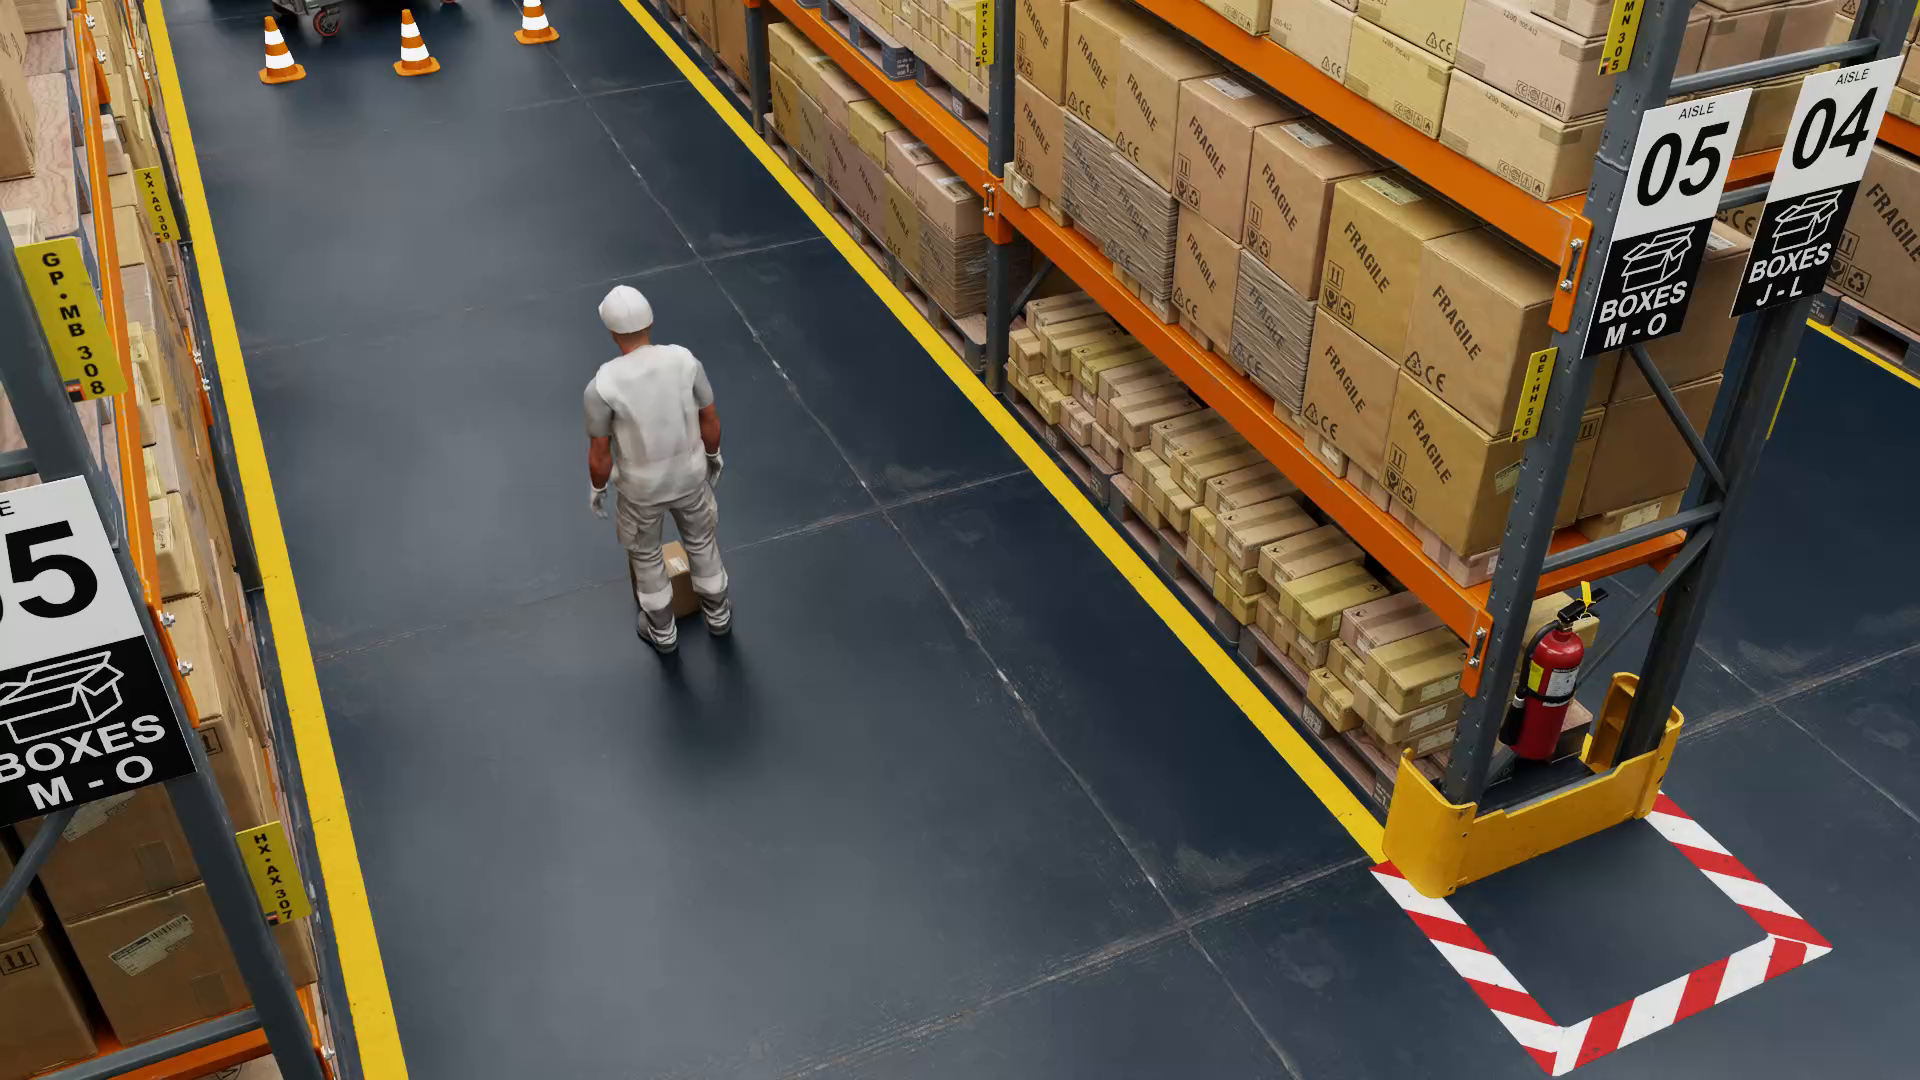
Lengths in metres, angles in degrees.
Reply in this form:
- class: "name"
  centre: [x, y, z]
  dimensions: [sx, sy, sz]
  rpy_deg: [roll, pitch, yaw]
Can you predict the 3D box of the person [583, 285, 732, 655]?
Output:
- class: "person"
  centre: [-1.312, -0.278, 7.212]
  dimensions: [0.621, 1.781, 0.445]
  rpy_deg: [-18, 40, -22]
